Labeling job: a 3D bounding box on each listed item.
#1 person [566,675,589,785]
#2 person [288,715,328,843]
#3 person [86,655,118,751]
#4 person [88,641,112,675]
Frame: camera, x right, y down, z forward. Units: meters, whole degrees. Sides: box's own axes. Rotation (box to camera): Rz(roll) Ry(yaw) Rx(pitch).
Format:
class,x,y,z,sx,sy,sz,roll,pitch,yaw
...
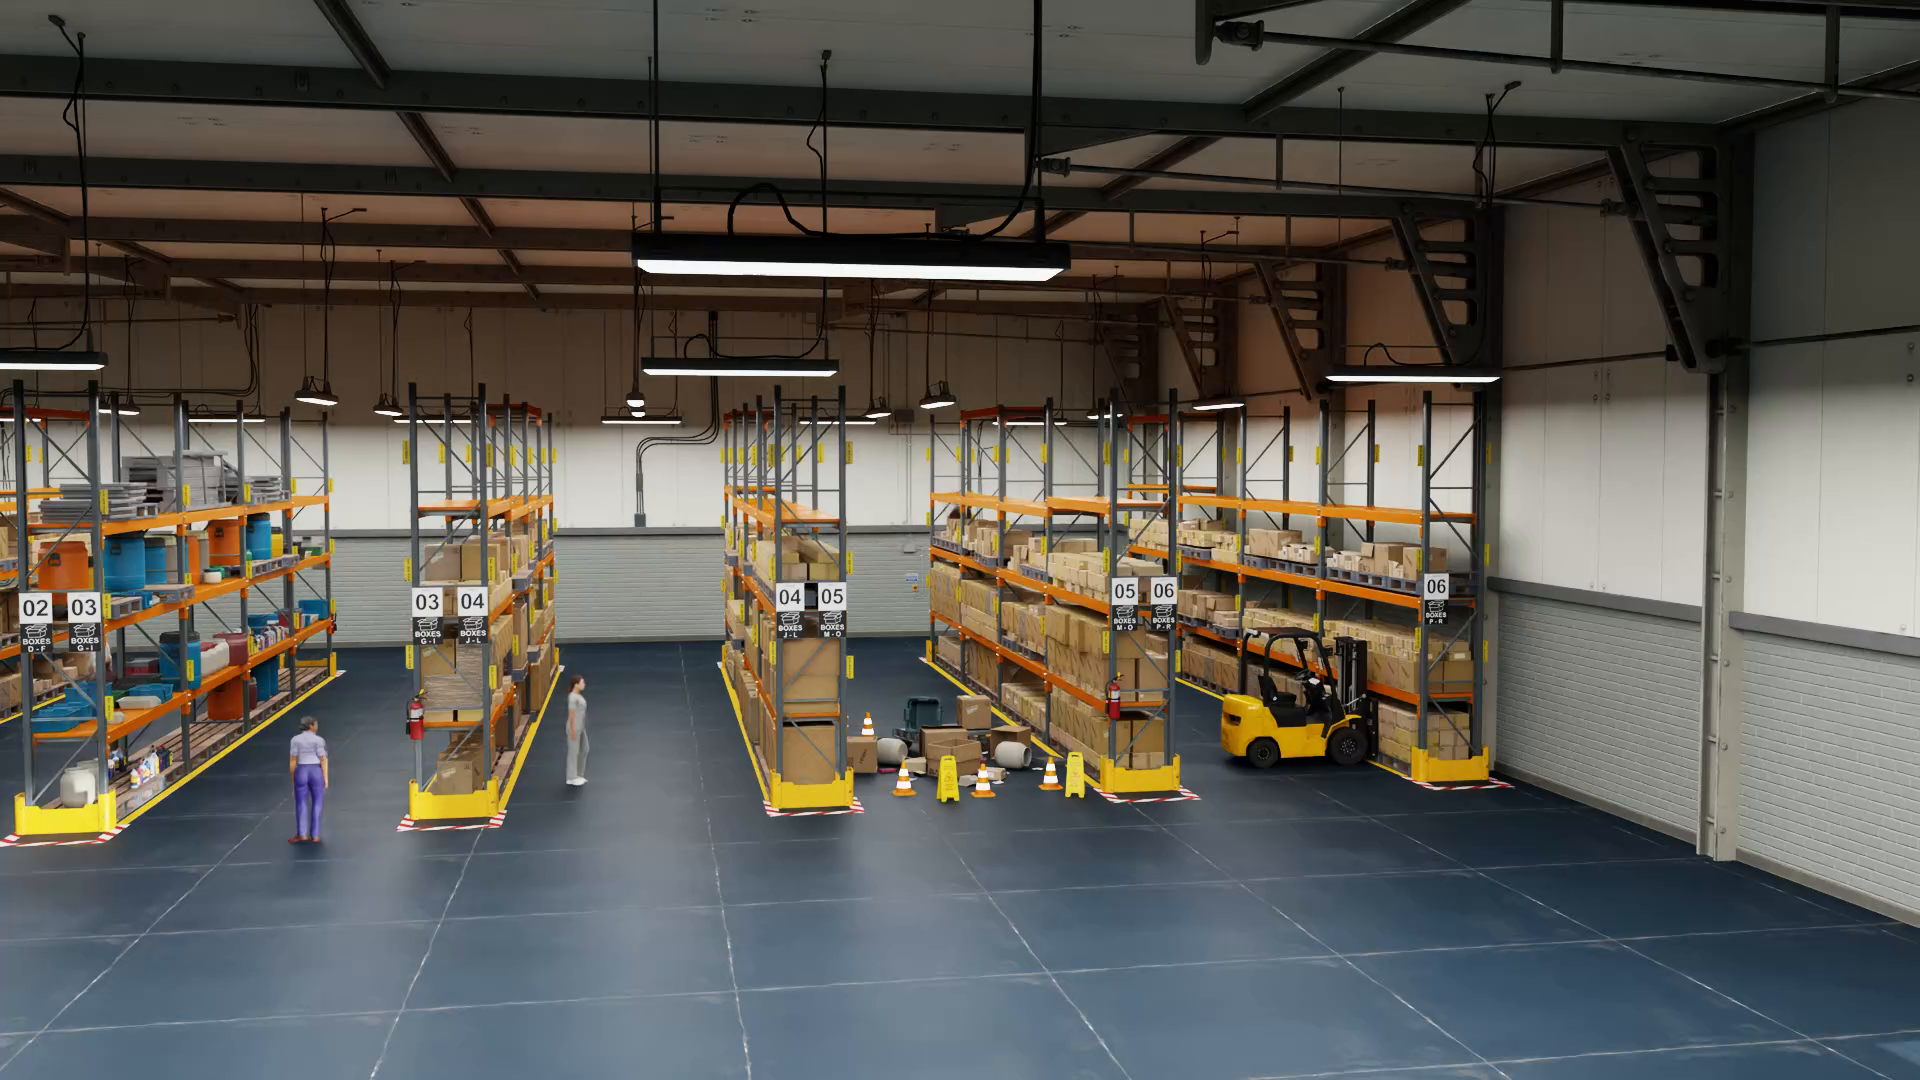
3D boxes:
class,x,y,z,sx,sy,sz,roll,pitch,yaw
person,-5.845,2.907,25.335,0.328,1.713,0.537,0,3,1
person,-8.419,3.089,21.506,0.522,1.660,0.390,0,3,-3
person,-13.750,2.764,26.761,0.662,1.816,0.395,-3,4,-45
person,-16.703,2.494,32.346,0.583,1.778,0.541,1,3,20
